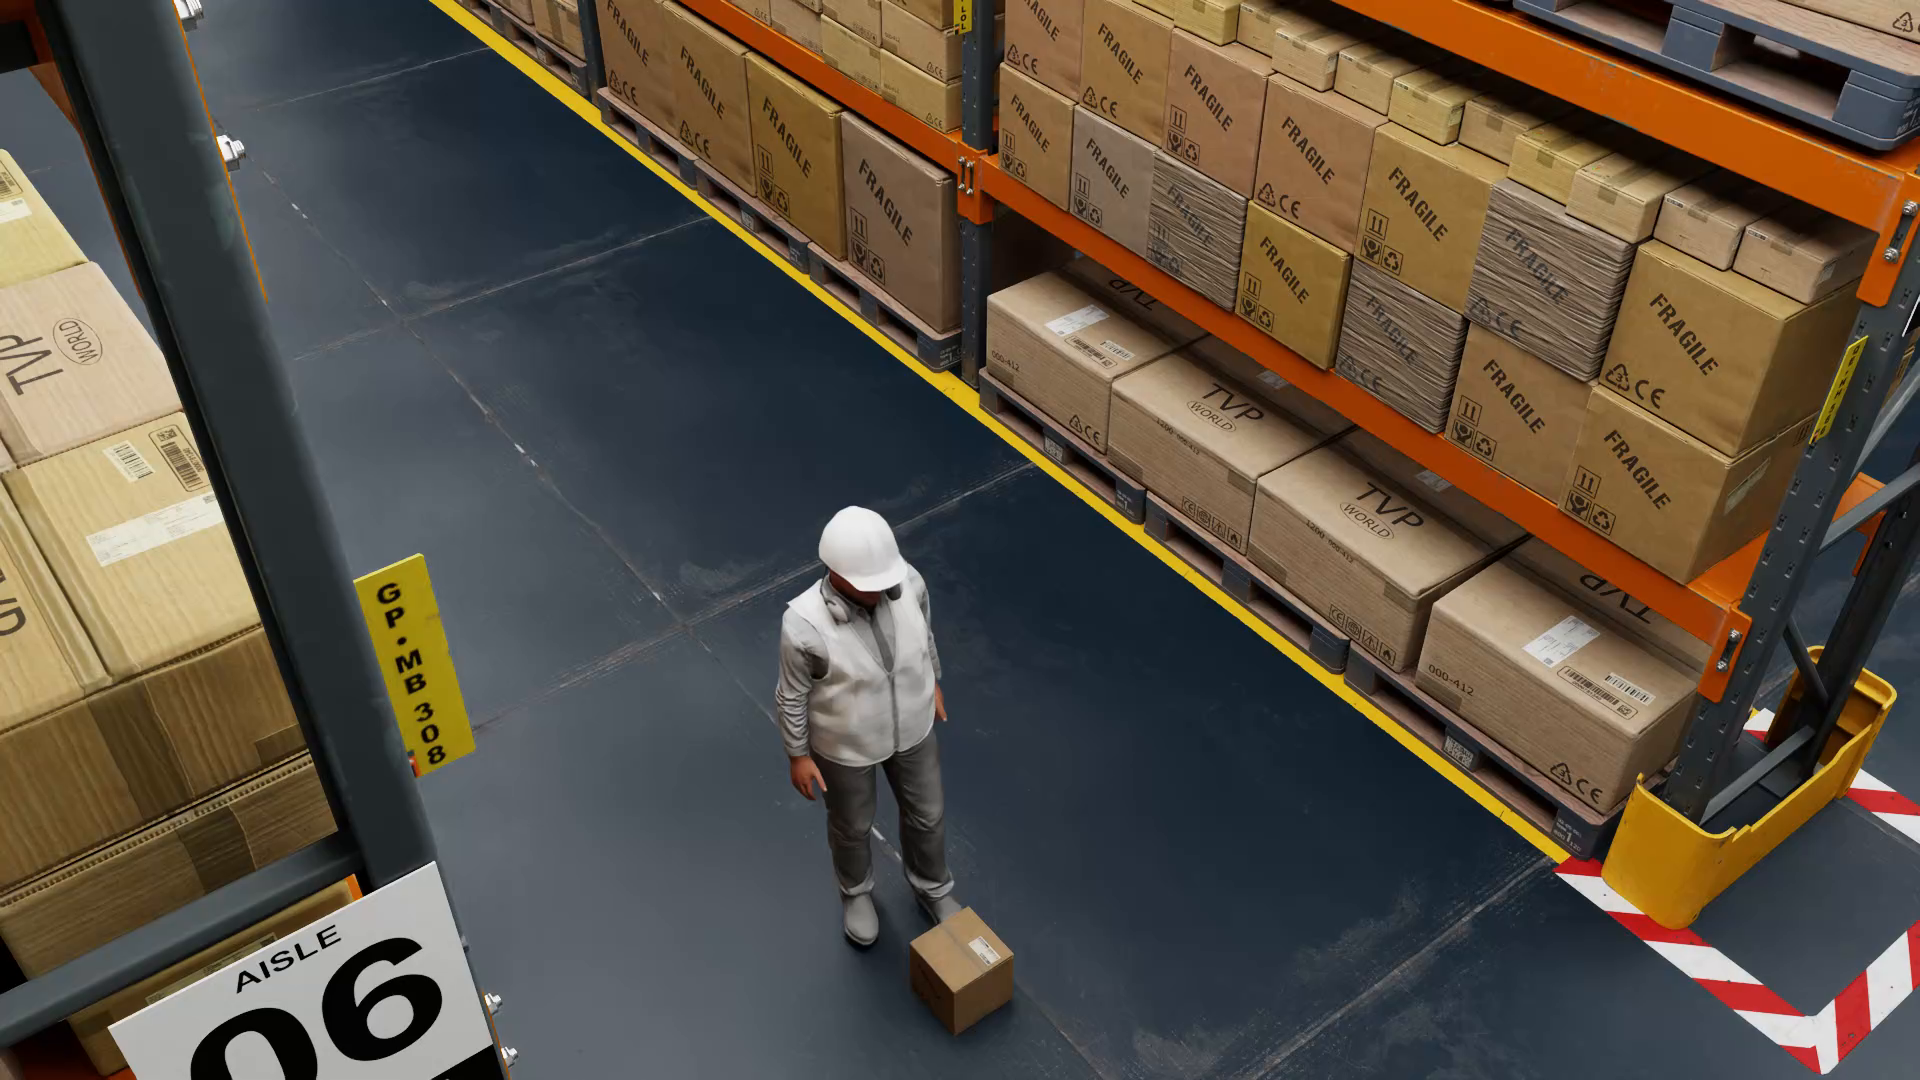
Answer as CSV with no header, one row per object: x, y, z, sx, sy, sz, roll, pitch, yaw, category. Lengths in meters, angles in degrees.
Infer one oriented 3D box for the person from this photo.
-0.246,0.655,5.350,0.600,1.794,0.516,-22,45,-24,person
